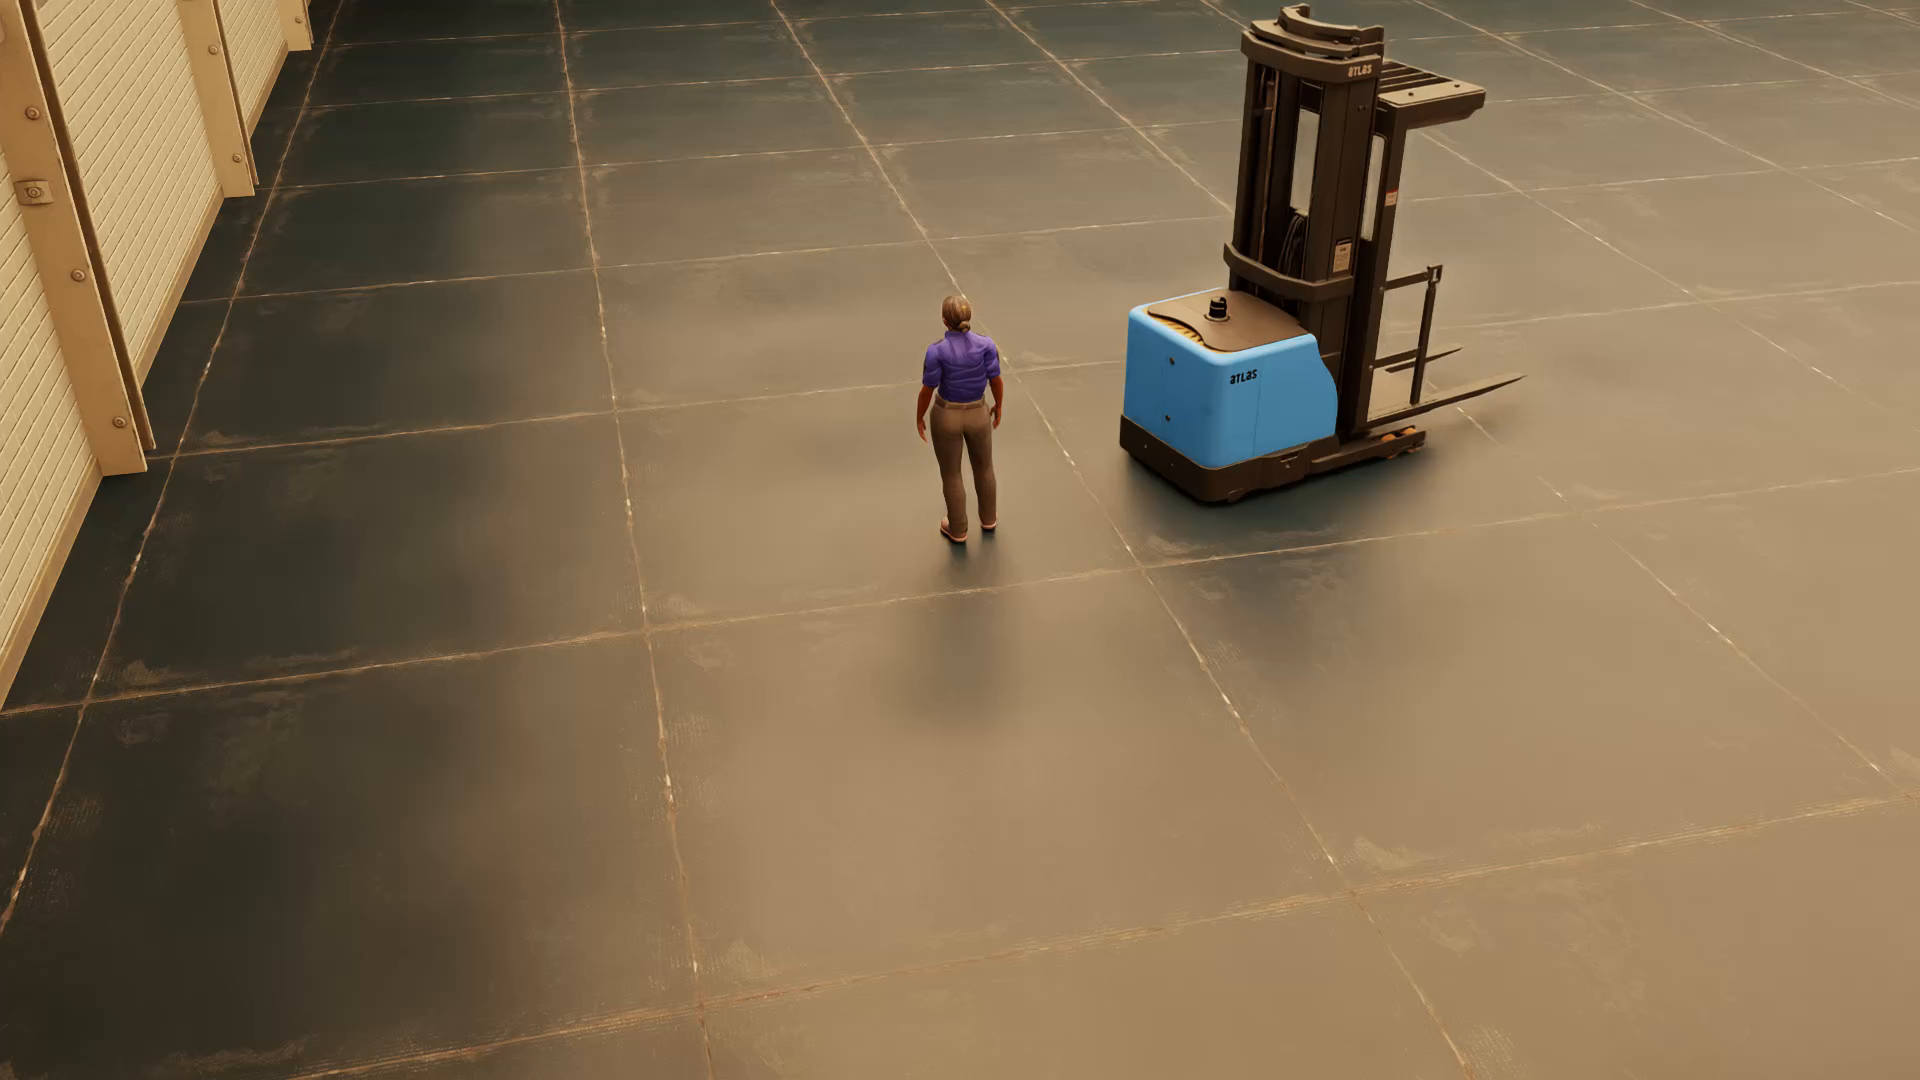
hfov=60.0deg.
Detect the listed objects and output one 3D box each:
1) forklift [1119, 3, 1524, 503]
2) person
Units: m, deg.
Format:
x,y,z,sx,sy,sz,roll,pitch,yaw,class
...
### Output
x,y,z,sx,sy,sz,roll,pitch,yaw,class
2.637,-2.040,11.099,3.031,2.935,1.130,-16,34,-26,forklift
-0.001,-0.768,10.160,0.569,1.656,0.503,-7,31,-12,person
